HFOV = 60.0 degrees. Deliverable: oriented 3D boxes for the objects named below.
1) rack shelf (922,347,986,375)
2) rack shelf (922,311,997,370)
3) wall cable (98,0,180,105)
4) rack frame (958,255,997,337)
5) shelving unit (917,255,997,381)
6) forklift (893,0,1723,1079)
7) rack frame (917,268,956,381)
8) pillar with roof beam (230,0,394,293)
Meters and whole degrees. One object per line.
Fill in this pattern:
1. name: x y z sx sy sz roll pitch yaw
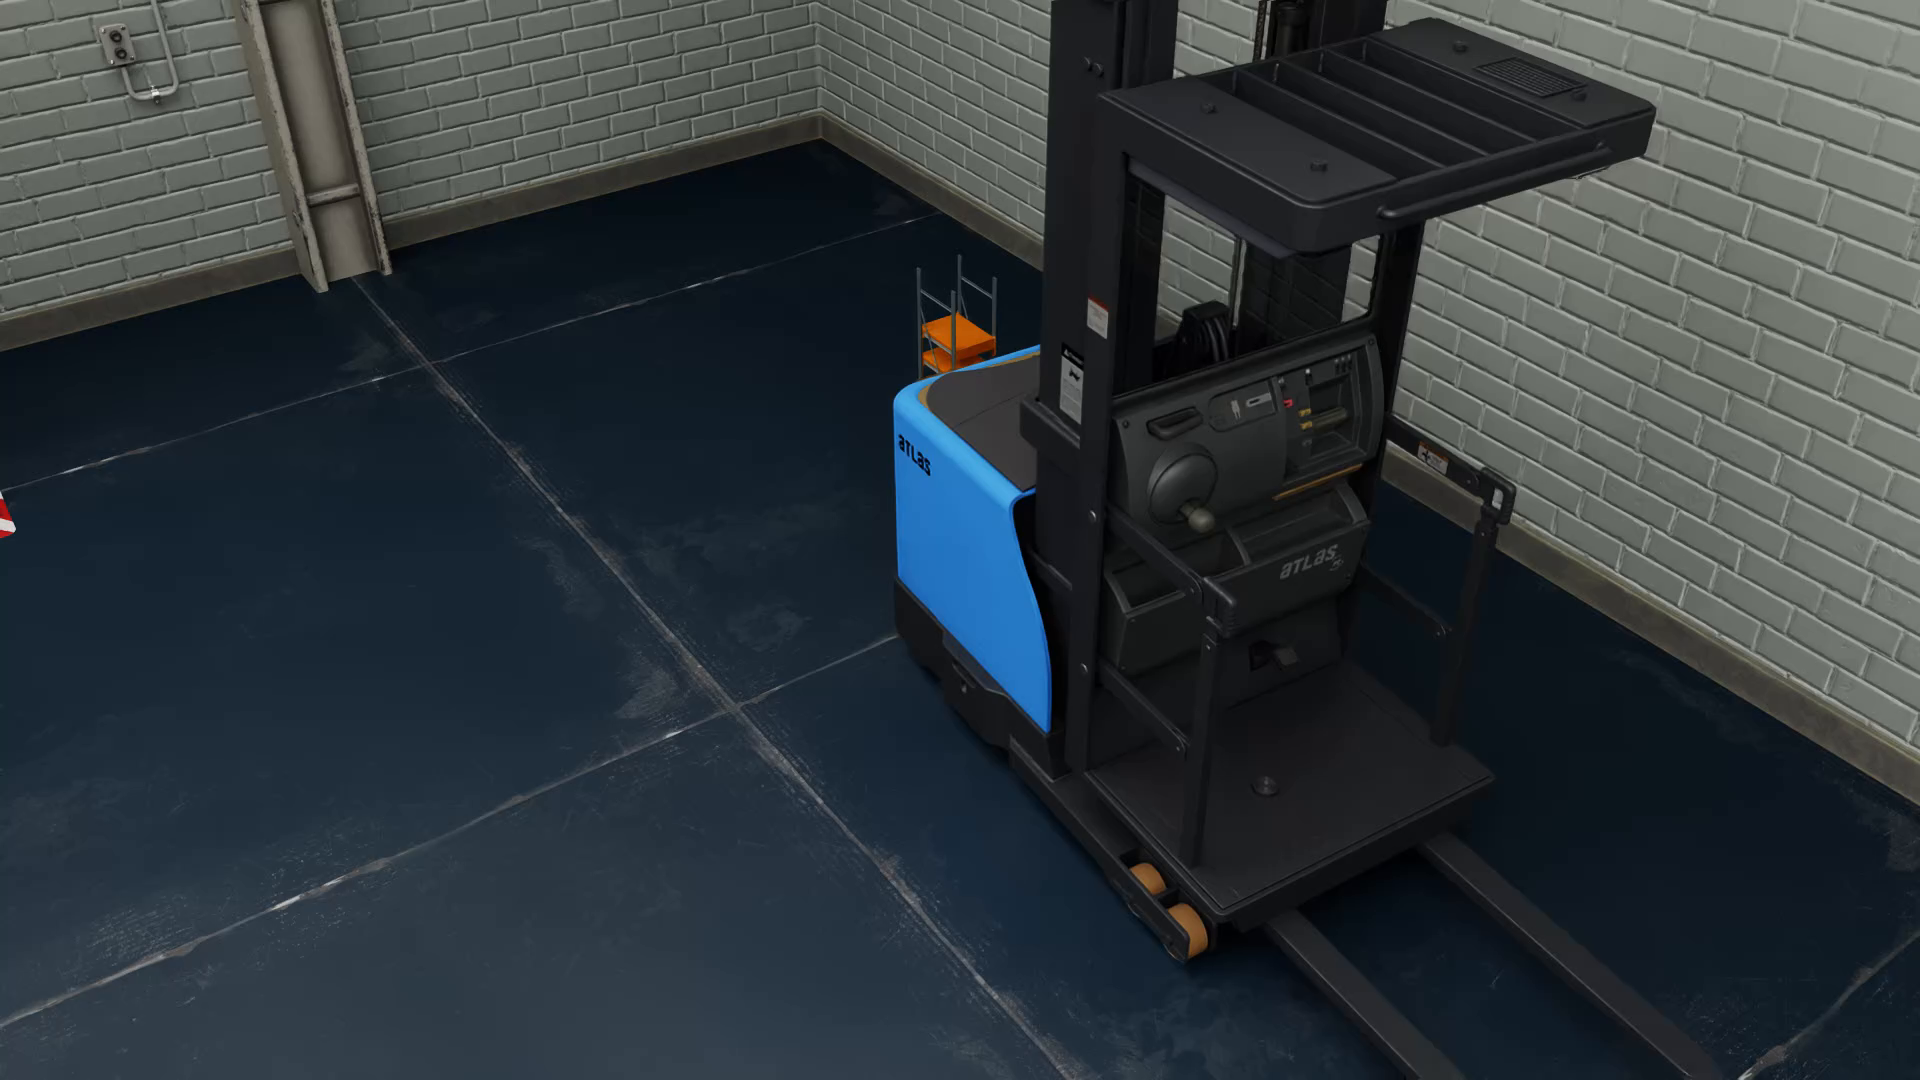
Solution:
1. rack shelf: -0.012 -0.641 6.279 0.180 0.103 0.258 -22 41 -28
2. rack shelf: -0.012 -0.738 6.209 0.180 0.103 0.258 -22 41 -28
3. wall cable: -4.416 -2.595 6.919 1.851 1.984 0.084 -22 41 -28
4. rack frame: 0.063 -0.513 6.436 0.006 1.200 0.240 -22 41 -28
5. shelving unit: -0.012 -0.482 6.393 0.189 1.200 0.258 -22 41 -28
6. forklift: 0.949 -0.243 4.577 1.130 2.935 3.031 -19 40 -25
7. rack frame: -0.087 -0.451 6.350 0.006 1.200 0.240 -22 41 -28
8. pillar with roof beam: -0.730 -3.002 3.217 0.400 9.000 9.100 -22 41 -28
